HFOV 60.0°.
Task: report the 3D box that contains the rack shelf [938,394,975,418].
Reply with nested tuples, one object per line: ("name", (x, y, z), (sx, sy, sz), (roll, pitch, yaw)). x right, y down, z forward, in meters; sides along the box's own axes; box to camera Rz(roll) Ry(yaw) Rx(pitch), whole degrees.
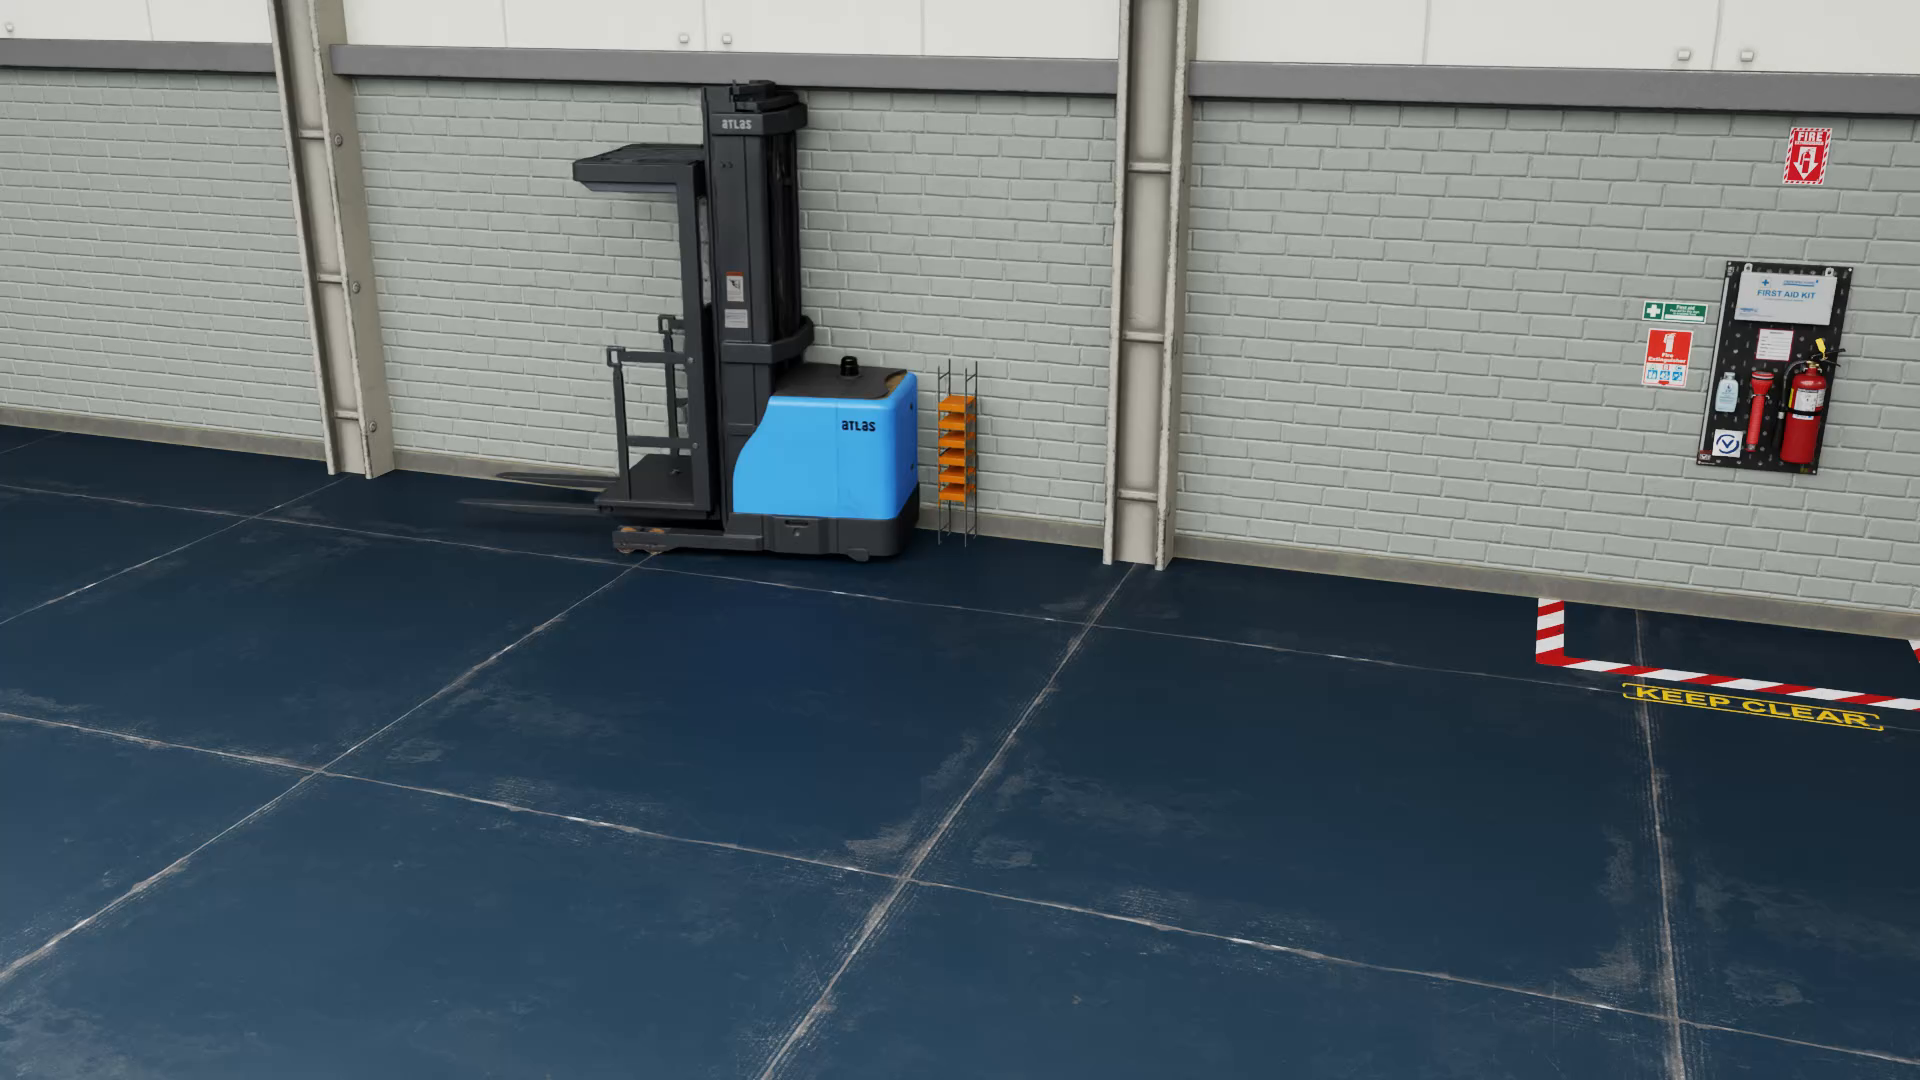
("rack shelf", (-0.015, -0.863, 10.770), (0.180, 0.103, 0.258), (6, 20, 17))

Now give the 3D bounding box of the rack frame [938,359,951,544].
("rack frame", (-0.102, -0.574, 10.901), (0.006, 1.200, 0.240), (6, 20, 17))

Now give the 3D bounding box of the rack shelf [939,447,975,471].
("rack shelf", (-0.015, -0.523, 10.889), (0.180, 0.103, 0.258), (6, 20, 17))

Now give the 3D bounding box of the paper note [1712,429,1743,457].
("paper note", (4.352, -0.547, 9.428), (0.142, 0.148, 0.016), (7, 20, 18))

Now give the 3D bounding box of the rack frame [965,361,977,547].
("rack frame", (0.072, -0.556, 10.848), (0.006, 1.200, 0.240), (6, 20, 17))

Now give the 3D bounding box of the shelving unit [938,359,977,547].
("shelving unit", (-0.015, -0.565, 10.874), (0.189, 1.200, 0.258), (6, 20, 17))

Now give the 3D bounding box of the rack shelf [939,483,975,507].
("rack shelf", (-0.015, -0.296, 10.968), (0.180, 0.103, 0.258), (6, 20, 17))

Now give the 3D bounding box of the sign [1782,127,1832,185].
("sign", (4.522, -2.049, 8.876), (0.199, 0.298, 0.001), (7, 20, 18))

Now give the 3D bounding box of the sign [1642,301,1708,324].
("sign", (4.010, -1.278, 9.327), (0.331, 0.109, 0.001), (7, 20, 18))

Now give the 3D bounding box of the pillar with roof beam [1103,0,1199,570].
("pillar with roof beam", (-0.262, -2.786, 5.399), (0.400, 9.000, 9.100), (7, 20, 18))

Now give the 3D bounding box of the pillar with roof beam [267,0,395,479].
("pillar with roof beam", (-5.930, -3.435, 7.258), (0.400, 9.000, 9.100), (7, 20, 18))

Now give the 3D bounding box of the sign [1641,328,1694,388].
("sign", (4.008, -1.031, 9.424), (0.234, 0.329, 0.001), (7, 20, 18))

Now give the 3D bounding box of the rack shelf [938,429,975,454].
("rack shelf", (-0.015, -0.636, 10.849), (0.180, 0.103, 0.258), (6, 20, 17))

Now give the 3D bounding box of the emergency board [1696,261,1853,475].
("emergency board", (4.497, -0.923, 9.166), (0.643, 1.169, 0.194), (7, 20, 18))

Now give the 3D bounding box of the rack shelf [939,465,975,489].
("rack shelf", (-0.015, -0.410, 10.928), (0.180, 0.103, 0.258), (6, 20, 17))

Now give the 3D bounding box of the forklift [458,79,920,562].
("forklift", (-1.815, -1.456, 10.800), (3.031, 2.935, 1.130), (3, 19, 9))

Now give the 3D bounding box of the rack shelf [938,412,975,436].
("rack shelf", (-0.015, -0.750, 10.810), (0.180, 0.103, 0.258), (6, 20, 17))
